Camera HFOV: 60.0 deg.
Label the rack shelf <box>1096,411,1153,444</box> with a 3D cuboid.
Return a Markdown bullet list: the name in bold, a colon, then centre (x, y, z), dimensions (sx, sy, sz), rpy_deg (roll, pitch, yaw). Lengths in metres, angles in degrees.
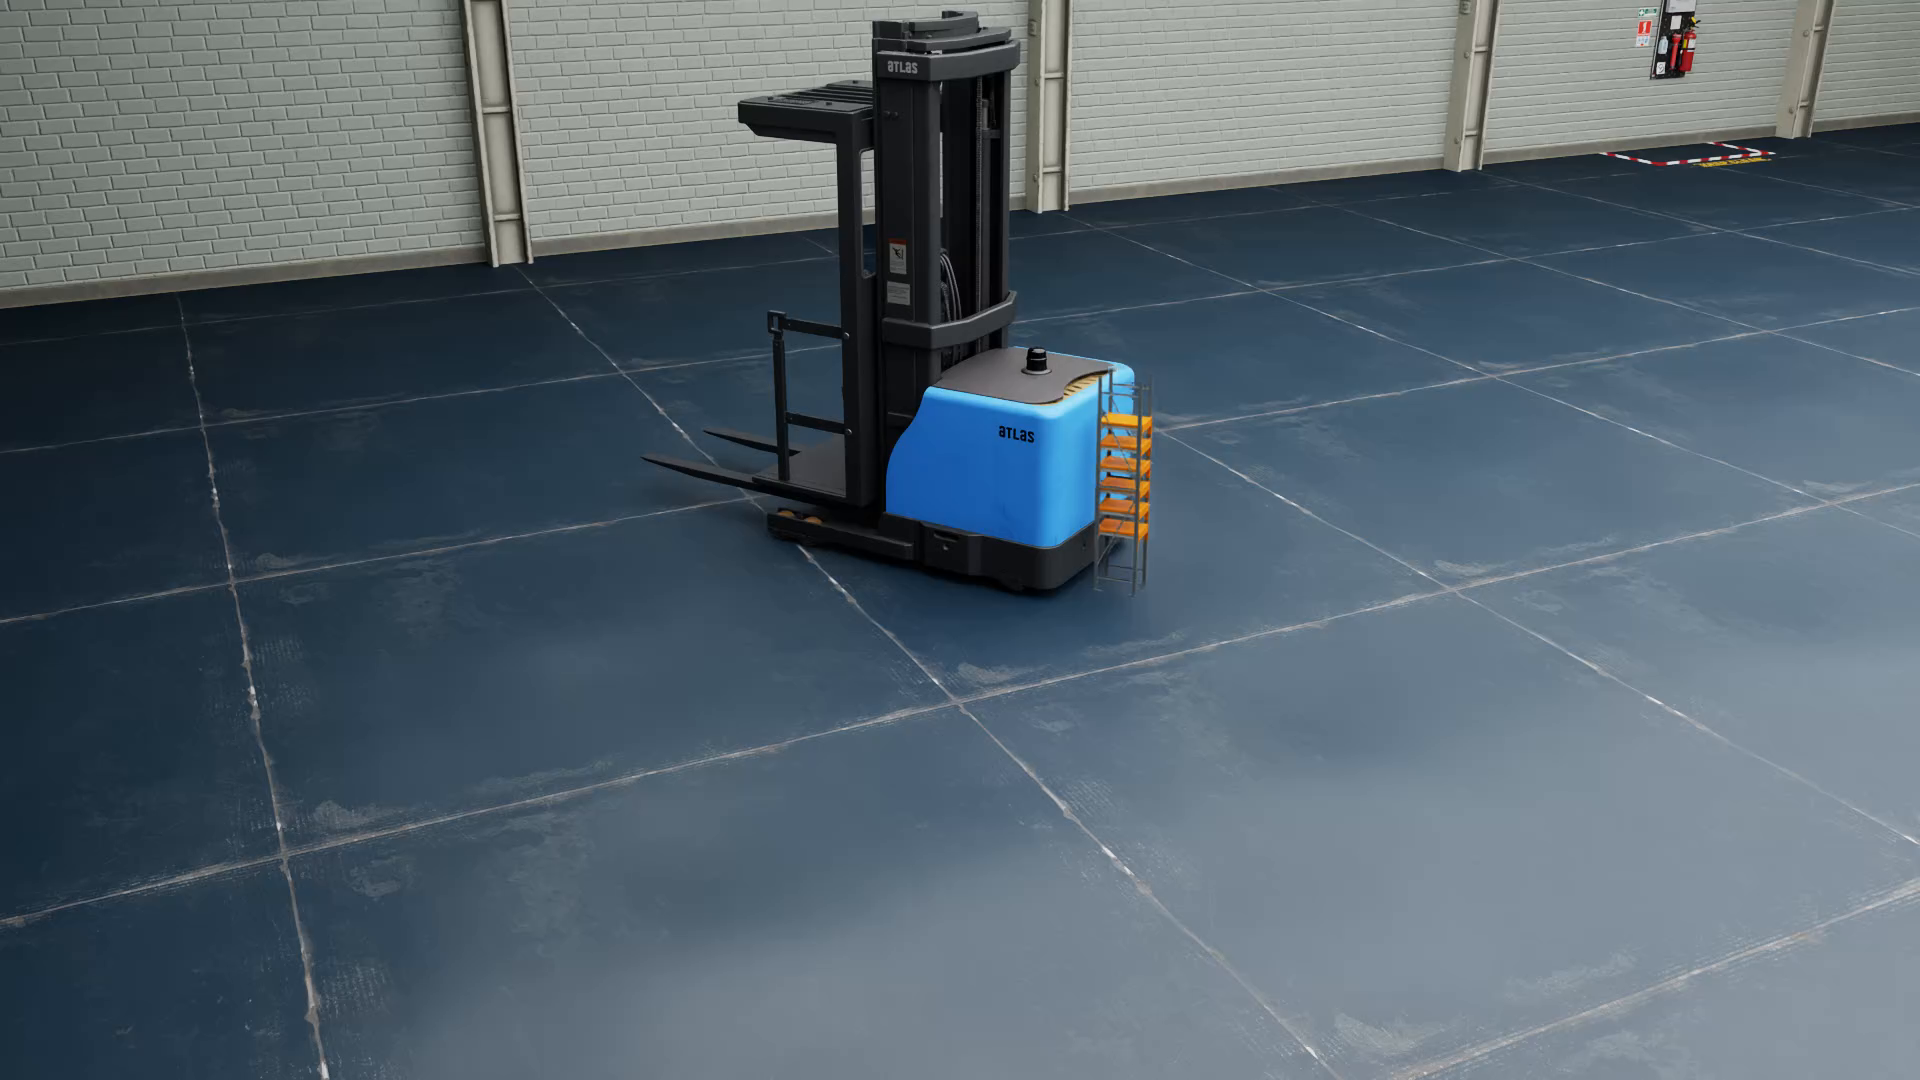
- **rack shelf**: centre (0.869, -0.595, 8.782), dimensions (0.258, 0.103, 0.180), rpy_deg (8, 22, 21)

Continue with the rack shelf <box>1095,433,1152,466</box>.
- **rack shelf**: centre (0.870, -0.483, 8.825), dimensions (0.258, 0.103, 0.180), rpy_deg (8, 22, 21)

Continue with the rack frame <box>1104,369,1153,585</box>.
- **rack frame**: centre (0.907, -0.330, 8.972), dimensions (0.240, 1.200, 0.006), rpy_deg (8, 22, 21)

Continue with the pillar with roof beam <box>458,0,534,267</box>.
- **pillar with roof beam**: centre (-2.560, -5.411, 11.056), dimensions (0.400, 9.000, 9.100), rpy_deg (-10, 25, -24)

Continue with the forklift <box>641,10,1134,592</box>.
- **forklift**: centre (-0.536, -1.479, 9.490), dimensions (3.031, 2.935, 1.130), rpy_deg (13, 26, 29)

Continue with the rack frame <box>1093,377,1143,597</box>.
- **rack frame**: centre (0.836, -0.270, 8.815), dimensions (0.240, 1.200, 0.006), rpy_deg (8, 22, 21)

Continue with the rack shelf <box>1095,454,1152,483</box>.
- **rack shelf**: centre (0.871, -0.371, 8.867), dimensions (0.258, 0.103, 0.180), rpy_deg (8, 22, 21)

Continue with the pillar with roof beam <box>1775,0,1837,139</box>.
- **pillar with roof beam**: centre (13.659, -8.397, 18.269), dimensions (0.400, 9.000, 9.100), rpy_deg (-10, 25, -24)

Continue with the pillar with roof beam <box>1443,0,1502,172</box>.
- **pillar with roof beam**: centre (8.253, -7.401, 15.865), dimensions (0.400, 9.000, 9.100), rpy_deg (-10, 25, -24)

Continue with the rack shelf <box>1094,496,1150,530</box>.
- **rack shelf**: centre (0.872, -0.146, 8.952), dimensions (0.258, 0.103, 0.180), rpy_deg (8, 22, 21)

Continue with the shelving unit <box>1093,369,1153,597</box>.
- **shelving unit**: centre (0.871, -0.300, 8.894), dimensions (0.258, 1.200, 0.189), rpy_deg (8, 22, 21)

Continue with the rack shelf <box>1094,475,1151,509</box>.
- **rack shelf**: centre (0.871, -0.259, 8.909), dimensions (0.258, 0.103, 0.180), rpy_deg (8, 22, 21)

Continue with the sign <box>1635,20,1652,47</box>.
- **sign**: centre (9.006, -6.672, 21.900), dimensions (0.234, 0.329, 0.001), rpy_deg (-10, 25, -24)

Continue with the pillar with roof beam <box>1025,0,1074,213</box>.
- **pillar with roof beam**: centre (2.847, -6.406, 13.461), dimensions (0.400, 9.000, 9.100), rpy_deg (-10, 25, -24)

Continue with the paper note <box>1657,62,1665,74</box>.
- **paper note**: centre (9.360, -6.299, 22.197), dimensions (0.142, 0.148, 0.016), rpy_deg (-10, 25, -24)

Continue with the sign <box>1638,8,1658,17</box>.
- **sign**: centre (9.014, -6.915, 21.793), dimensions (0.331, 0.109, 0.001), rpy_deg (-10, 25, -24)

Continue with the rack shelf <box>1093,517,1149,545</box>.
- **rack shelf**: centre (0.873, -0.034, 8.994), dimensions (0.258, 0.103, 0.180), rpy_deg (8, 22, 21)

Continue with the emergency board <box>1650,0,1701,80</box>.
- **emergency board**: centre (9.549, -6.712, 22.042), dimensions (0.643, 1.169, 0.194), rpy_deg (-10, 25, -24)
